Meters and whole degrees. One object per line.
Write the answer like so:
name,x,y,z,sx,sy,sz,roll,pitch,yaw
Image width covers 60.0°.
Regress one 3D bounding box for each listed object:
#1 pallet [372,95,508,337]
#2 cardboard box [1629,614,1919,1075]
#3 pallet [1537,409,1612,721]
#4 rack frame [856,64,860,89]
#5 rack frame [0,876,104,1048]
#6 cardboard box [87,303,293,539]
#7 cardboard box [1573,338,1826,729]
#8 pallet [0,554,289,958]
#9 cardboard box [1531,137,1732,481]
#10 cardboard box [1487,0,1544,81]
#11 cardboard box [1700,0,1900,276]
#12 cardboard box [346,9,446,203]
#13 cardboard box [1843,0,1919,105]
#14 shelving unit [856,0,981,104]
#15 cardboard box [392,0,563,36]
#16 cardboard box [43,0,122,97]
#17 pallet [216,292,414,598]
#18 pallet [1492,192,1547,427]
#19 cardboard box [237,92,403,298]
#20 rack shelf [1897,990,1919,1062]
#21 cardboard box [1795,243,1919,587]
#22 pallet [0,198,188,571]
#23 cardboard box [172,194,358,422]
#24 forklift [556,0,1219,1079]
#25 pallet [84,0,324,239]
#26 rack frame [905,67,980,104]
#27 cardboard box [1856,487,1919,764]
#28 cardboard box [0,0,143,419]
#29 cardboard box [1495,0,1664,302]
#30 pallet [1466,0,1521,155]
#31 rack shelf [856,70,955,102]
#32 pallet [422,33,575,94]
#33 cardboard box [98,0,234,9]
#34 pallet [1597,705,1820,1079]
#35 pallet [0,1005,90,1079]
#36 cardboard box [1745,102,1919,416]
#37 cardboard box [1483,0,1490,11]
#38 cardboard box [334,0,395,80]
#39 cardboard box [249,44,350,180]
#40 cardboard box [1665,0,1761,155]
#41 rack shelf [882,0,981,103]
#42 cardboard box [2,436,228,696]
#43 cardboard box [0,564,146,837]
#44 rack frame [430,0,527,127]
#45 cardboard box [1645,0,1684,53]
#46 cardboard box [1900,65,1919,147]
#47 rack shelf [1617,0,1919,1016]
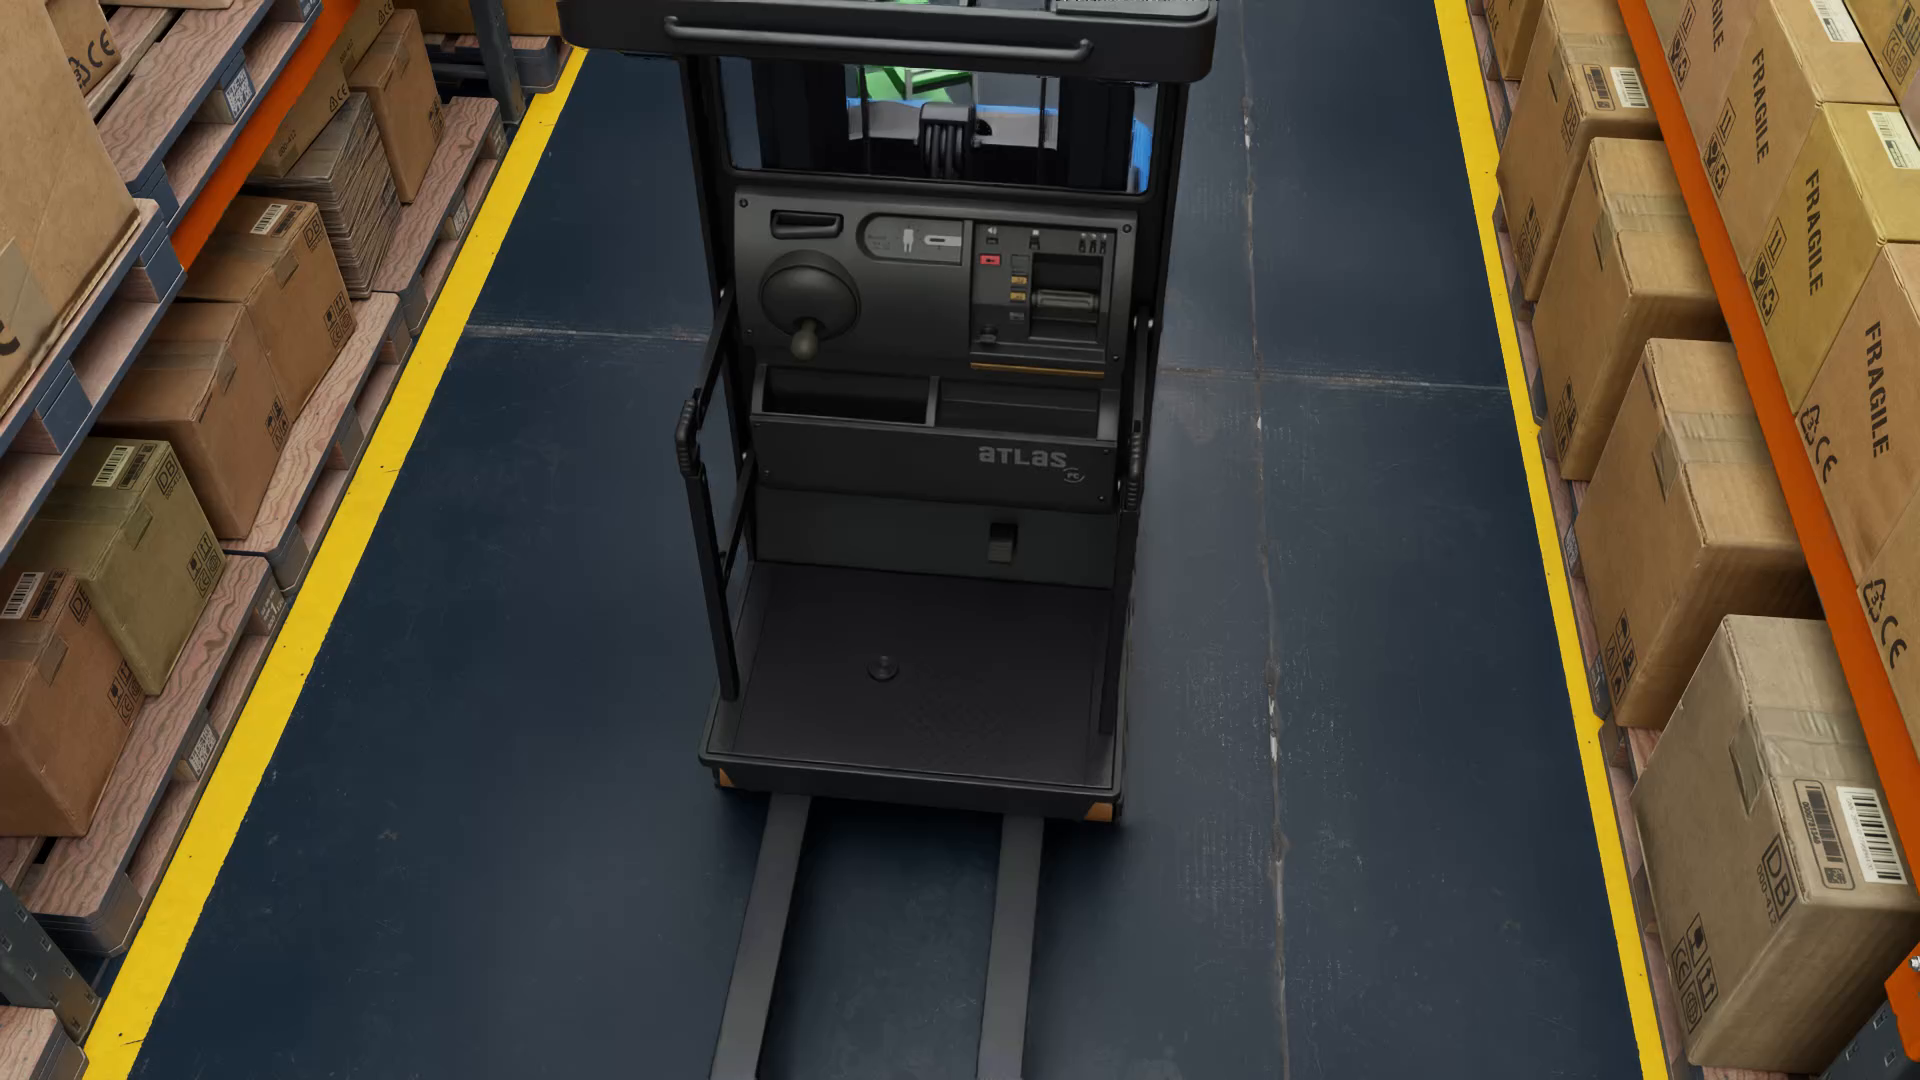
pallet,-2.368,-1.263,6.262,1.003,0.211,1.213,4,48,4
cardboard box,2.238,0.724,3.795,1.050,0.750,0.750,4,48,3
pallet,2.375,0.039,5.071,1.003,0.211,1.213,4,48,4
rack frame,-0.230,-1.425,5.740,0.240,1.200,0.015,-16,50,-14
rack frame,-2.659,0.161,3.070,1.000,3.000,0.127,4,48,4
cardboard box,-2.469,-0.354,4.937,0.700,0.500,0.500,0,48,0
cardboard box,2.329,0.016,4.443,1.050,0.750,0.750,4,48,4
pallet,-2.590,0.530,4.622,1.003,0.211,1.213,4,48,4
cardboard box,2.414,-0.669,5.069,1.050,0.750,0.750,5,48,4
cardboard box,2.435,-2.170,6.611,0.500,0.500,0.500,4,48,3
cardboard box,2.188,-0.982,4.048,0.500,0.500,0.500,3,48,3
cardboard box,-2.336,-1.589,6.067,0.700,0.500,0.500,2,48,1
cardboard box,2.449,-1.288,3.650,0.700,0.500,0.500,3,48,3
shelving unit,-0.141,-1.257,5.587,0.258,1.200,0.503,-16,50,-14
cardboard box,-2.211,-2.709,6.850,1.225,0.875,0.875,2,48,2
cardboard box,-2.593,-1.296,4.048,0.797,0.503,0.637,8,48,8
pallet,-2.481,-0.369,5.444,1.003,0.211,1.213,4,48,4
pallet,2.488,-0.855,5.889,1.003,0.211,1.213,4,48,4
cardboard box,-2.374,-1.181,5.693,0.700,0.500,0.500,0,48,0
rack shelf,2.088,2.281,1.618,1.077,0.370,4.000,4,48,4
cardboard box,2.098,-0.238,3.367,0.500,0.500,0.500,3,48,3
pallet,-2.445,-0.326,3.645,1.003,0.211,1.213,4,48,4
cardboard box,-2.419,-0.764,5.312,0.700,0.500,0.500,7,48,7
forklift,-0.084,-0.496,3.718,1.130,2.935,3.031,5,48,4
pallet,-2.434,-1.256,4.496,1.003,0.211,1.213,4,48,4
rack frame,-0.052,-1.089,5.433,0.240,1.200,0.015,-16,50,-14
cardboard box,2.052,0.134,3.027,0.500,0.500,0.500,4,48,3
cardboard box,-2.448,-0.758,3.219,1.000,1.000,1.000,4,48,4
cardboard box,2.490,-1.312,5.657,1.050,0.750,0.750,3,48,3
pallet,2.708,-2.004,6.939,1.003,0.211,1.213,4,48,4
rack shelf,-0.141,-1.376,5.457,0.258,0.148,0.480,-16,50,-14
pallet,-2.148,-2.411,7.313,1.003,0.211,1.213,4,48,4
cardboard box,-2.178,-1.631,4.516,0.396,0.266,0.258,3,48,2
pallet,2.266,0.938,4.249,1.003,0.211,1.213,4,48,4
pallet,-2.685,1.598,3.645,1.003,0.211,1.213,4,48,4
cardboard box,2.144,-0.609,3.706,0.500,0.500,0.500,4,48,4
cardboard box,2.486,-2.551,6.960,0.500,0.500,0.500,6,48,5
cardboard box,-2.326,-1.842,5.790,0.500,0.250,0.500,6,48,5
cardboard box,-2.364,-1.451,5.432,0.500,0.250,0.500,9,48,8
cardboard box,2.236,-1.348,4.382,0.500,0.500,0.500,4,48,3
rack shelf,-0.141,-1.538,5.280,0.258,0.148,0.480,-16,50,-14
cardboard box,-2.520,0.057,4.561,0.700,0.500,0.500,4,48,3
cardboard box,-2.582,0.406,4.241,0.700,0.500,0.500,1,48,1
rack frame,-2.295,-2.778,5.758,1.000,3.000,0.127,4,48,4
cardboard box,2.282,-1.719,4.721,0.500,0.500,0.500,3,48,3
cardboard box,2.401,-0.917,3.311,0.700,0.500,0.500,4,48,4
rack shelf,2.453,-0.658,4.307,1.077,0.370,4.000,4,48,4
